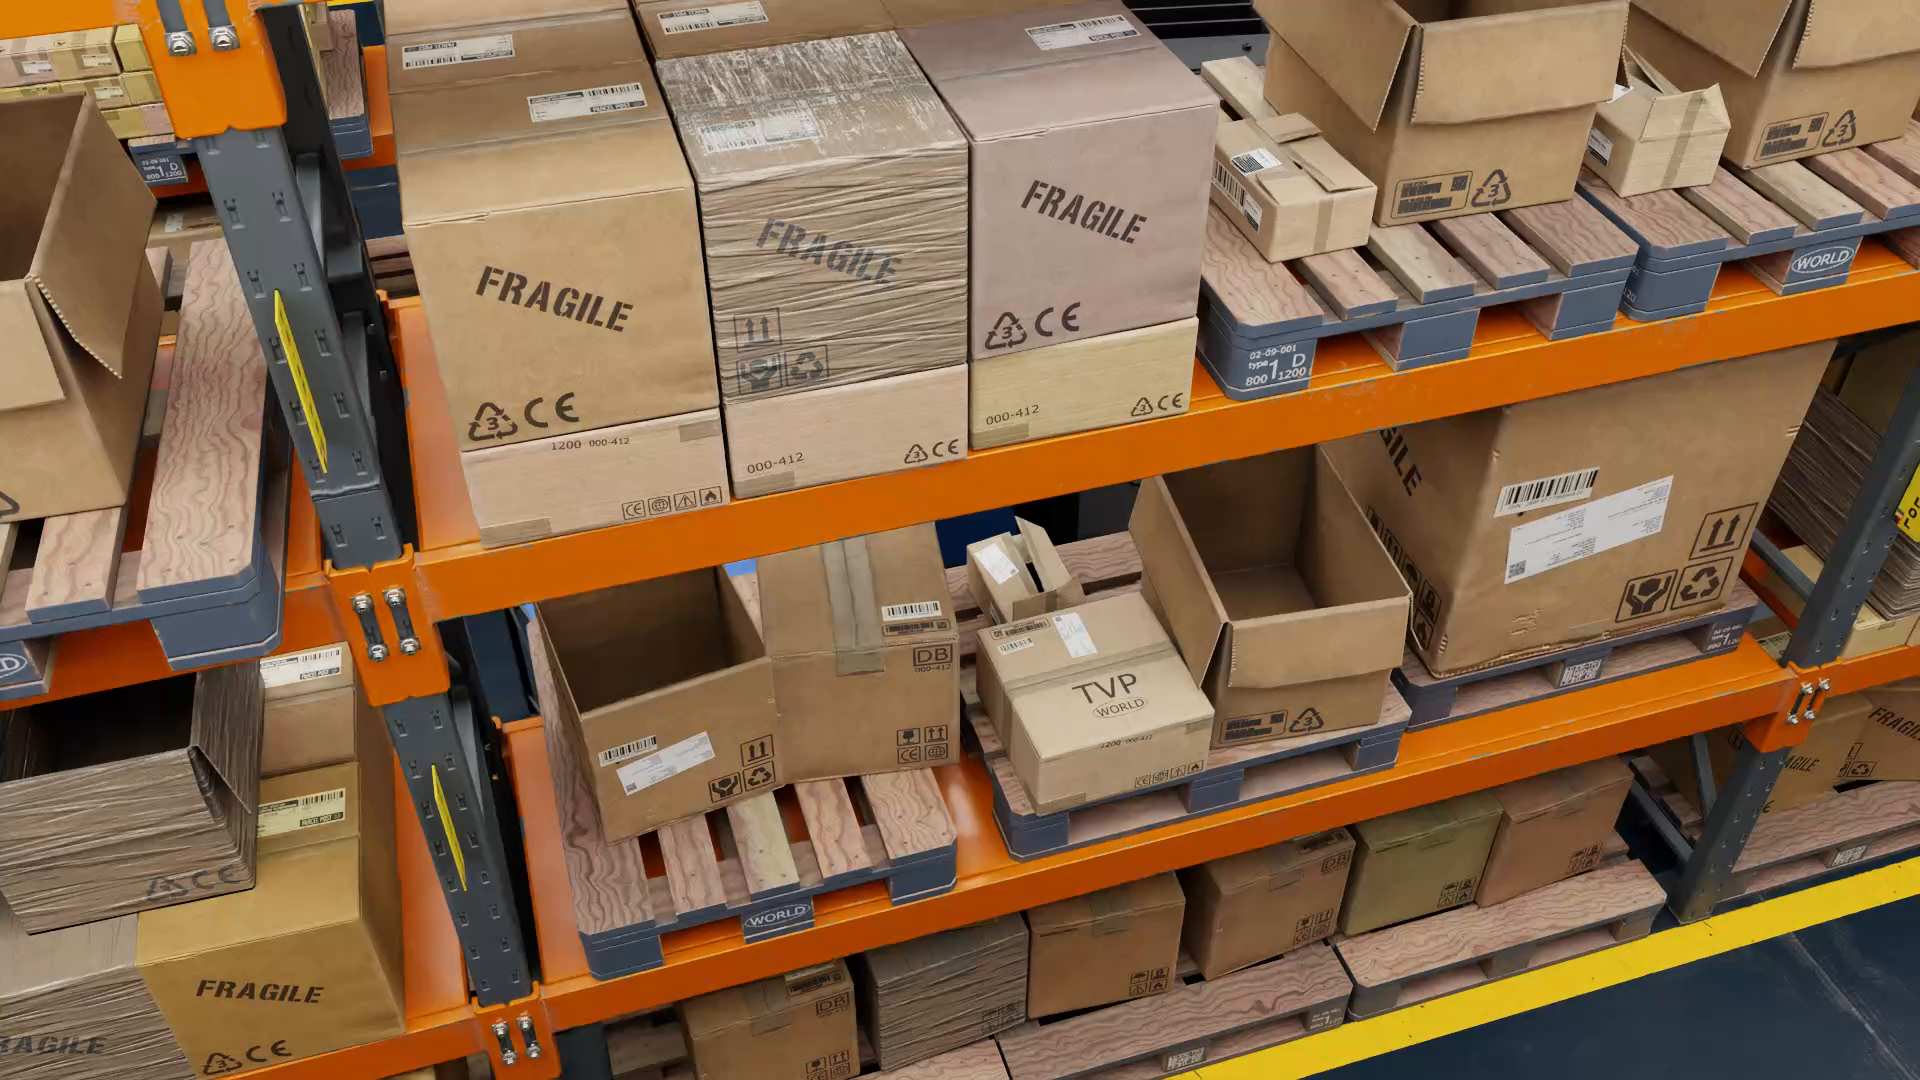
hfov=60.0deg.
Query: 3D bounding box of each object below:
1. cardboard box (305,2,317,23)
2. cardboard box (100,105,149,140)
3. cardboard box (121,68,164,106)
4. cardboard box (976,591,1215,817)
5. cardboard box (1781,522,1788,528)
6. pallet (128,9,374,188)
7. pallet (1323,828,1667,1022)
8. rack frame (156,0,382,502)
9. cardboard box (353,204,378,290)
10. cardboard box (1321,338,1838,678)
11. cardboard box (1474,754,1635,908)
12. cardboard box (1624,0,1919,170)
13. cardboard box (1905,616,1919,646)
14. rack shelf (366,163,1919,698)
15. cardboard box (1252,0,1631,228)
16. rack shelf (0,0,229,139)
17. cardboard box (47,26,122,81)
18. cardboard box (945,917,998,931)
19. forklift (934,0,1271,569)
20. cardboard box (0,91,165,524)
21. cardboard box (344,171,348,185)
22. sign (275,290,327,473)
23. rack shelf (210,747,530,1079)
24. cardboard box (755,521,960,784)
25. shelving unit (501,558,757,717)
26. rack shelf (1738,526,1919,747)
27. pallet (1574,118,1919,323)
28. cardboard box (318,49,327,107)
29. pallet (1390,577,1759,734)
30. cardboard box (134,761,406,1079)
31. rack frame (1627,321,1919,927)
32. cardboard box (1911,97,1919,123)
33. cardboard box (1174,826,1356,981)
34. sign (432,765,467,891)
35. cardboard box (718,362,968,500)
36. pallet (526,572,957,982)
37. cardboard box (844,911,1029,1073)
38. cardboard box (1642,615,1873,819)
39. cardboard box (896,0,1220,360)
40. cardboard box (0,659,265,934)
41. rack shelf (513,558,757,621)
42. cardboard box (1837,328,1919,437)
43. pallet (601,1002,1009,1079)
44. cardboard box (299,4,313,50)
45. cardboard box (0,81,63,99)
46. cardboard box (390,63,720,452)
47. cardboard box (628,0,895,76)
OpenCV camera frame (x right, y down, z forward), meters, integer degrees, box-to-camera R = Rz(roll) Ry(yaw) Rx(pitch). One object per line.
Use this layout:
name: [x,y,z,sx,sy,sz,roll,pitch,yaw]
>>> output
cardboard box: [-3.221,-2.607,7.949,0.250,0.149,0.380,-10,42,-11]
cardboard box: [-3.754,-1.932,7.403,0.250,0.149,0.380,-12,43,-14]
cardboard box: [-3.538,-2.085,7.352,0.250,0.149,0.380,-11,42,-12]
cardboard box: [0.361,0.444,4.607,0.500,0.250,0.500,-13,43,-14]
cardboard box: [2.867,-0.234,5.779,0.250,0.149,0.380,-12,42,-13]
pallet: [-3.347,-2.121,7.893,1.003,0.211,1.213,-12,42,-13]
pallet: [1.767,1.146,6.127,1.213,0.211,1.003,-12,42,-13]
rack frame: [-1.306,-1.527,2.508,0.127,3.000,1.000,-12,42,-13]
cardboard box: [-3.249,-1.323,8.415,0.500,0.500,0.500,-12,43,-13]
cardboard box: [1.709,-0.373,4.972,1.000,1.000,1.000,-11,42,-13]
cardboard box: [1.917,0.825,5.941,0.500,0.500,0.700,-15,43,-16]
cardboard box: [2.031,-1.354,4.192,0.637,0.503,0.797,-14,43,-15]
cardboard box: [3.047,0.141,5.349,0.250,0.149,0.380,-12,42,-13]
rack shelf: [0.601,-0.522,4.184,4.000,0.370,1.077,-12,42,-13]
cardboard box: [1.133,-1.168,3.979,0.637,0.503,0.797,-10,42,-11]
rack shelf: [-3.214,-0.710,2.424,4.000,0.370,1.077,-12,42,-13]
cardboard box: [-3.773,-2.148,7.198,0.250,0.149,0.380,-11,42,-12]
cardboard box: [-0.173,0.963,5.213,0.500,0.250,0.500,-7,42,-8]
forklift: [0.624,-1.154,6.693,3.031,2.935,1.130,-5,41,-5]
cardboard box: [-1.866,-0.429,3.133,0.637,0.503,0.797,-9,42,-11]
cardboard box: [-3.430,-1.915,8.523,0.500,0.250,0.500,-14,43,-15]
sign: [-1.147,-0.272,2.898,0.005,0.325,0.100,-12,42,-13]
rack shelf: [-3.214,1.398,4.266,4.000,0.370,1.077,-12,42,-13]
cardboard box: [-0.301,0.231,4.660,0.500,0.500,0.700,-6,41,-7]
shelving unit: [-1.203,0.068,6.382,1.048,1.500,0.538,-25,47,-25]
rack shelf: [4.417,-0.183,6.076,4.000,0.370,1.077,-12,42,-13]
pallet: [1.888,-1.062,4.398,1.003,0.211,1.213,-12,42,-13]
cardboard box: [-3.032,-2.078,7.570,0.250,0.149,0.380,-11,42,-12]
pallet: [1.736,0.074,5.381,1.213,0.211,1.003,-12,42,-13]
cardboard box: [-1.703,0.947,4.159,0.500,0.500,0.500,-10,42,-12]
rack frame: [2.509,-0.058,5.387,0.127,3.000,1.000,-12,42,-13]
cardboard box: [2.865,-1.386,4.740,0.500,0.250,0.500,-10,42,-11]
cardboard box: [0.923,1.018,5.720,0.500,0.500,0.700,-15,43,-17]
sign: [-1.136,0.644,3.703,0.005,0.325,0.100,-12,42,-13]
cardboard box: [-0.292,-0.375,3.583,0.500,0.250,0.500,-11,42,-12]
pallet: [-0.659,0.597,4.783,1.003,0.211,1.213,-12,42,-13]
cardboard box: [-0.148,1.245,5.460,0.500,0.500,0.700,-15,43,-17]
cardboard box: [2.903,0.671,6.133,0.500,0.500,0.500,-13,43,-14]
cardboard box: [0.182,-0.757,3.450,0.500,0.500,0.500,-13,43,-14]
cardboard box: [-2.009,0.451,3.965,0.637,0.503,0.797,-10,42,-12]
rack shelf: [-1.203,0.203,6.500,1.000,0.185,0.538,-25,47,-25]
cardboard box: [3.015,-0.514,4.846,0.500,0.500,0.500,-12,42,-13]
pallet: [-0.560,1.629,5.575,1.213,0.211,1.003,-12,42,-13]
cardboard box: [-3.030,-2.304,7.376,0.250,0.149,0.380,-13,43,-15]
cardboard box: [-4.015,-1.988,7.241,0.250,0.149,0.380,-12,43,-13]
cardboard box: [-0.781,-0.555,3.219,0.500,0.500,0.500,-11,42,-13]
cardboard box: [-0.441,-0.983,3.709,0.500,0.500,0.500,-12,43,-13]
